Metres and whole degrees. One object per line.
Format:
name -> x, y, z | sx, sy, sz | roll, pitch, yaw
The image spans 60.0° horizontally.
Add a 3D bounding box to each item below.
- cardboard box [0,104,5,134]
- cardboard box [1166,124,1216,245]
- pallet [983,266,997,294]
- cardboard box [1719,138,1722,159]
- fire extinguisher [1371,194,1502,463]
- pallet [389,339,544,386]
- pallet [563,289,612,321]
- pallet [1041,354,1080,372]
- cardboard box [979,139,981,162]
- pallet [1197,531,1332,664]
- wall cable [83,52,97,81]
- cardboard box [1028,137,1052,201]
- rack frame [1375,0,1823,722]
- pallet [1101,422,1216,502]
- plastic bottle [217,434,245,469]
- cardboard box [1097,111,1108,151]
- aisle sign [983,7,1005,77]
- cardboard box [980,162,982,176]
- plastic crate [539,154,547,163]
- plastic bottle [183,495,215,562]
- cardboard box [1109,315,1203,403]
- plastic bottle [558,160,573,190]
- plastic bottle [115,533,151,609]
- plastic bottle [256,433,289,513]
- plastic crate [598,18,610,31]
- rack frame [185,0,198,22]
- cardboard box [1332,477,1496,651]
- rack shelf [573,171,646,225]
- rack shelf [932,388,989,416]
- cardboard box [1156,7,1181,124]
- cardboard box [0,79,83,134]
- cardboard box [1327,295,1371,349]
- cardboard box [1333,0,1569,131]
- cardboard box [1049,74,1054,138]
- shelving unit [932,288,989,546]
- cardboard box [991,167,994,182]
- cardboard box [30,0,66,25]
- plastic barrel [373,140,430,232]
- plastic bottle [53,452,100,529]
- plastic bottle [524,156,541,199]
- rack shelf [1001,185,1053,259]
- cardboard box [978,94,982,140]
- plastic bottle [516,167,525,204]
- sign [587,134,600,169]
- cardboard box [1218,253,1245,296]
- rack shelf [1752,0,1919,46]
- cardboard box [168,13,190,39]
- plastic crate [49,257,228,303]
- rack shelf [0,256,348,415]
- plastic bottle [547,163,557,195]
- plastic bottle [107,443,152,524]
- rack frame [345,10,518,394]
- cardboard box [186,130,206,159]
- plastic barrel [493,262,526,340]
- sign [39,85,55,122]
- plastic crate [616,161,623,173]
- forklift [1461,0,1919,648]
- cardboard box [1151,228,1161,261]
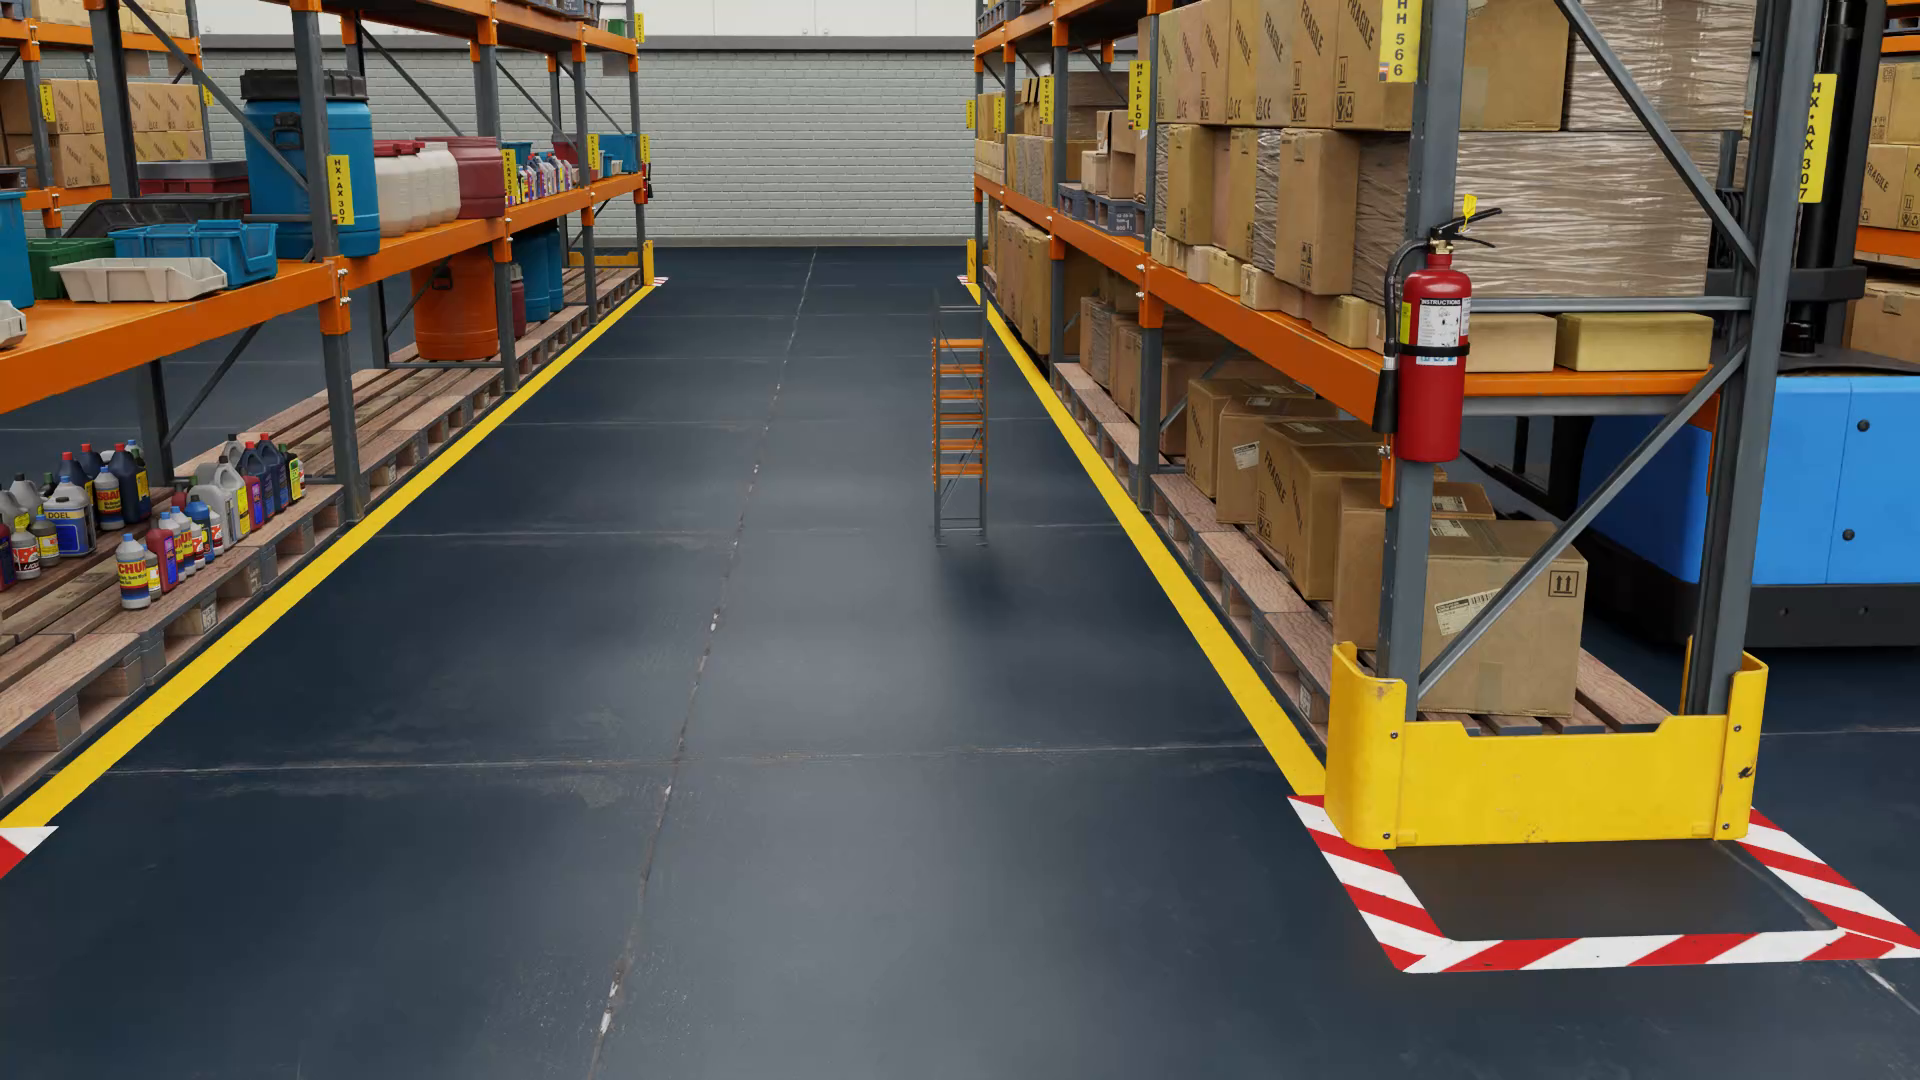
cardboard box -> -9.247, -4.105, 15.754 | 0.500, 0.500, 0.500 | -1, 14, -3
cardboard box -> 1.388, -1.568, 7.302 | 0.875, 0.500, 0.500 | -1, 14, -3
pallet -> 0.810, -3.049, 19.454 | 1.003, 0.211, 1.213 | -1, 14, -3
cardboard box -> 5.650, -3.001, 12.734 | 0.380, 0.149, 0.250 | -1, 14, -2
fire extinguisher -> 1.221, -0.545, 4.281 | 0.296, 0.674, 0.183 | -1, 14, -3
pallet -> -3.856, -1.376, 12.952 | 1.003, 0.211, 1.213 | -1, 14, -3
pallet -> -4.097, -2.358, 16.767 | 1.003, 0.211, 1.213 | -1, 14, -3
pallet -> 1.205, -1.455, 13.256 | 1.003, 0.211, 1.213 | -1, 14, -3
cardboard box -> 0.482, -4.416, 18.874 | 0.500, 0.250, 0.500 | -1, 14, -4
pallet -> 1.582, 0.208, 6.794 | 1.003, 0.211, 1.213 | -1, 14, -3
wall cable -> -14.143, -7.182, 24.111 | 3.097, 2.526, 0.112 | -1, 14, -3
cardboard box -> 0.840, -3.028, 13.576 | 0.500, 0.500, 0.500 | -1, 14, -5
rack frame -> 1.674, -0.618, 4.409 | 1.000, 3.000, 0.127 | -1, 14, -3
pallet -> 1.376, -0.456, 9.376 | 1.003, 0.211, 1.213 | -1, 14, -3
plastic bottle -> -3.334, -0.309, 7.640 | 0.144, 0.351, 0.185 | -1, 14, -3
cardboard box -> 1.252, -2.726, 11.558 | 0.500, 0.500, 0.500 | -3, 15, -10
aisle sign -> 0.379, -5.870, 19.602 | 0.394, 0.787, 0.004 | -1, 14, -3
cardboard box -> 0.426, -4.190, 18.796 | 0.380, 0.149, 0.250 | -1, 14, -4
plastic crate -> -4.474, -4.000, 17.770 | 0.416, 0.233, 0.300 | -1, 14, -3
plastic bottle -> -3.111, -0.050, 6.792 | 0.097, 0.271, 0.097 | 0, 14, 0
cardboard box -> 1.329, -1.165, 10.669 | 0.700, 0.500, 0.500 | 0, 14, 1
plastic bottle -> -3.666, -3.373, 15.365 | 0.152, 0.276, 0.135 | -1, 14, -3
plastic bottle -> -3.071, 0.111, 6.168 | 0.097, 0.271, 0.097 | 0, 14, 0
plastic bottle -> -3.190, -0.311, 7.649 | 0.144, 0.351, 0.185 | -1, 14, -5
plastic crate -> -3.885, -5.336, 17.254 | 0.437, 0.136, 0.530 | -1, 14, -3
rack frame -> -9.205, -7.351, 18.536 | 1.000, 3.000, 0.127 | -1, 14, -3
cardboard box -> 1.581, 0.085, 5.849 | 0.500, 0.500, 0.500 | 3, 15, 11
rack shelf -> -4.137, -3.675, 17.734 | 1.077, 0.370, 4.000 | -1, 14, -3
rack shelf -> 0.001, -0.651, 7.844 | 0.258, 0.103, 0.180 | -1, 14, -3
cardboard box -> 1.200, -2.174, 7.651 | 0.500, 0.500, 0.500 | -1, 14, -3
cardboard box -> -8.705, -4.105, 15.753 | 0.500, 0.500, 0.500 | -1, 14, -2
cardboard box -> 1.368, -0.688, 5.184 | 0.380, 0.149, 0.250 | -1, 14, -3
cardboard box -> 1.393, -1.428, 4.752 | 0.500, 0.500, 0.500 | -1, 14, -3
cardboard box -> 1.112, -3.486, 13.342 | 0.797, 0.503, 0.637 | -1, 14, -2
shelving unit -> 0.001, -0.577, 7.863 | 0.258, 1.200, 0.189 | -1, 14, -3
cardboard box -> 0.520, -3.808, 17.310 | 0.380, 0.149, 0.250 | -1, 14, -2
cardboard box -> -8.740, -4.955, 15.547 | 0.500, 0.250, 0.500 | -1, 14, -3
plastic barrel -> -3.430, -2.134, 10.027 | 0.433, 0.535, 0.433 | 0, 14, 0
plastic bottle -> -3.870, -0.213, 7.266 | 0.144, 0.351, 0.185 | -1, 15, -6
plastic bottle -> -3.561, -3.005, 13.784 | 0.144, 0.351, 0.185 | -1, 14, -3
rack shelf -> 1.054, -2.757, 14.165 | 1.077, 0.370, 4.000 | -1, 14, -3
cardboard box -> 0.474, -4.784, 18.800 | 0.500, 0.500, 0.500 | -1, 14, -5
plastic bottle -> -3.475, -2.794, 13.100 | 0.061, 0.283, 0.133 | -1, 14, -3
sign -> -3.464, -3.668, 15.708 | 0.100, 0.325, 0.005 | -1, 14, -3
cardboard box -> 1.245, -1.060, 6.632 | 0.380, 0.149, 0.250 | -1, 14, -3
rack shelf -> 6.259, -3.266, 10.125 | 1.077, 0.370, 4.000 | -1, 14, -3
cardboard box -> -8.910, -5.702, 18.448 | 0.500, 0.250, 0.500 | -1, 14, -3
plastic crate -> -3.164, -1.009, 6.457 | 0.530, 0.136, 0.437 | -1, 14, -3
rack shelf -> -3.393, -0.691, 6.135 | 1.077, 0.370, 4.000 | -1, 14, -3
plastic bottle -> -3.612, -3.157, 14.525 | 0.152, 0.276, 0.135 | -1, 14, -3
plastic bottle -> -3.738, -0.262, 7.457 | 0.144, 0.351, 0.185 | -1, 14, -3
rack frame -> -3.765, -2.531, 11.845 | 1.000, 3.000, 0.127 | -1, 14, -3
cardboard box -> -8.905, -4.387, 18.855 | 0.500, 0.500, 0.500 | 0, 14, -2
plastic barrel -> -3.882, -1.969, 13.656 | 0.600, 0.588, 0.708 | -1, 14, -3
sign -> -8.403, -4.021, 15.310 | 0.100, 0.325, 0.005 | -1, 14, -3
plastic crate -> -4.030, -4.222, 18.826 | 0.396, 0.136, 0.243 | -1, 14, -3
forklift -> 3.133, -1.328, 7.307 | 1.130, 2.935, 3.031 | -1, 14, -2
cardboard box -> 1.139, -1.433, 8.081 | 0.380, 0.149, 0.250 | -1, 14, -3
